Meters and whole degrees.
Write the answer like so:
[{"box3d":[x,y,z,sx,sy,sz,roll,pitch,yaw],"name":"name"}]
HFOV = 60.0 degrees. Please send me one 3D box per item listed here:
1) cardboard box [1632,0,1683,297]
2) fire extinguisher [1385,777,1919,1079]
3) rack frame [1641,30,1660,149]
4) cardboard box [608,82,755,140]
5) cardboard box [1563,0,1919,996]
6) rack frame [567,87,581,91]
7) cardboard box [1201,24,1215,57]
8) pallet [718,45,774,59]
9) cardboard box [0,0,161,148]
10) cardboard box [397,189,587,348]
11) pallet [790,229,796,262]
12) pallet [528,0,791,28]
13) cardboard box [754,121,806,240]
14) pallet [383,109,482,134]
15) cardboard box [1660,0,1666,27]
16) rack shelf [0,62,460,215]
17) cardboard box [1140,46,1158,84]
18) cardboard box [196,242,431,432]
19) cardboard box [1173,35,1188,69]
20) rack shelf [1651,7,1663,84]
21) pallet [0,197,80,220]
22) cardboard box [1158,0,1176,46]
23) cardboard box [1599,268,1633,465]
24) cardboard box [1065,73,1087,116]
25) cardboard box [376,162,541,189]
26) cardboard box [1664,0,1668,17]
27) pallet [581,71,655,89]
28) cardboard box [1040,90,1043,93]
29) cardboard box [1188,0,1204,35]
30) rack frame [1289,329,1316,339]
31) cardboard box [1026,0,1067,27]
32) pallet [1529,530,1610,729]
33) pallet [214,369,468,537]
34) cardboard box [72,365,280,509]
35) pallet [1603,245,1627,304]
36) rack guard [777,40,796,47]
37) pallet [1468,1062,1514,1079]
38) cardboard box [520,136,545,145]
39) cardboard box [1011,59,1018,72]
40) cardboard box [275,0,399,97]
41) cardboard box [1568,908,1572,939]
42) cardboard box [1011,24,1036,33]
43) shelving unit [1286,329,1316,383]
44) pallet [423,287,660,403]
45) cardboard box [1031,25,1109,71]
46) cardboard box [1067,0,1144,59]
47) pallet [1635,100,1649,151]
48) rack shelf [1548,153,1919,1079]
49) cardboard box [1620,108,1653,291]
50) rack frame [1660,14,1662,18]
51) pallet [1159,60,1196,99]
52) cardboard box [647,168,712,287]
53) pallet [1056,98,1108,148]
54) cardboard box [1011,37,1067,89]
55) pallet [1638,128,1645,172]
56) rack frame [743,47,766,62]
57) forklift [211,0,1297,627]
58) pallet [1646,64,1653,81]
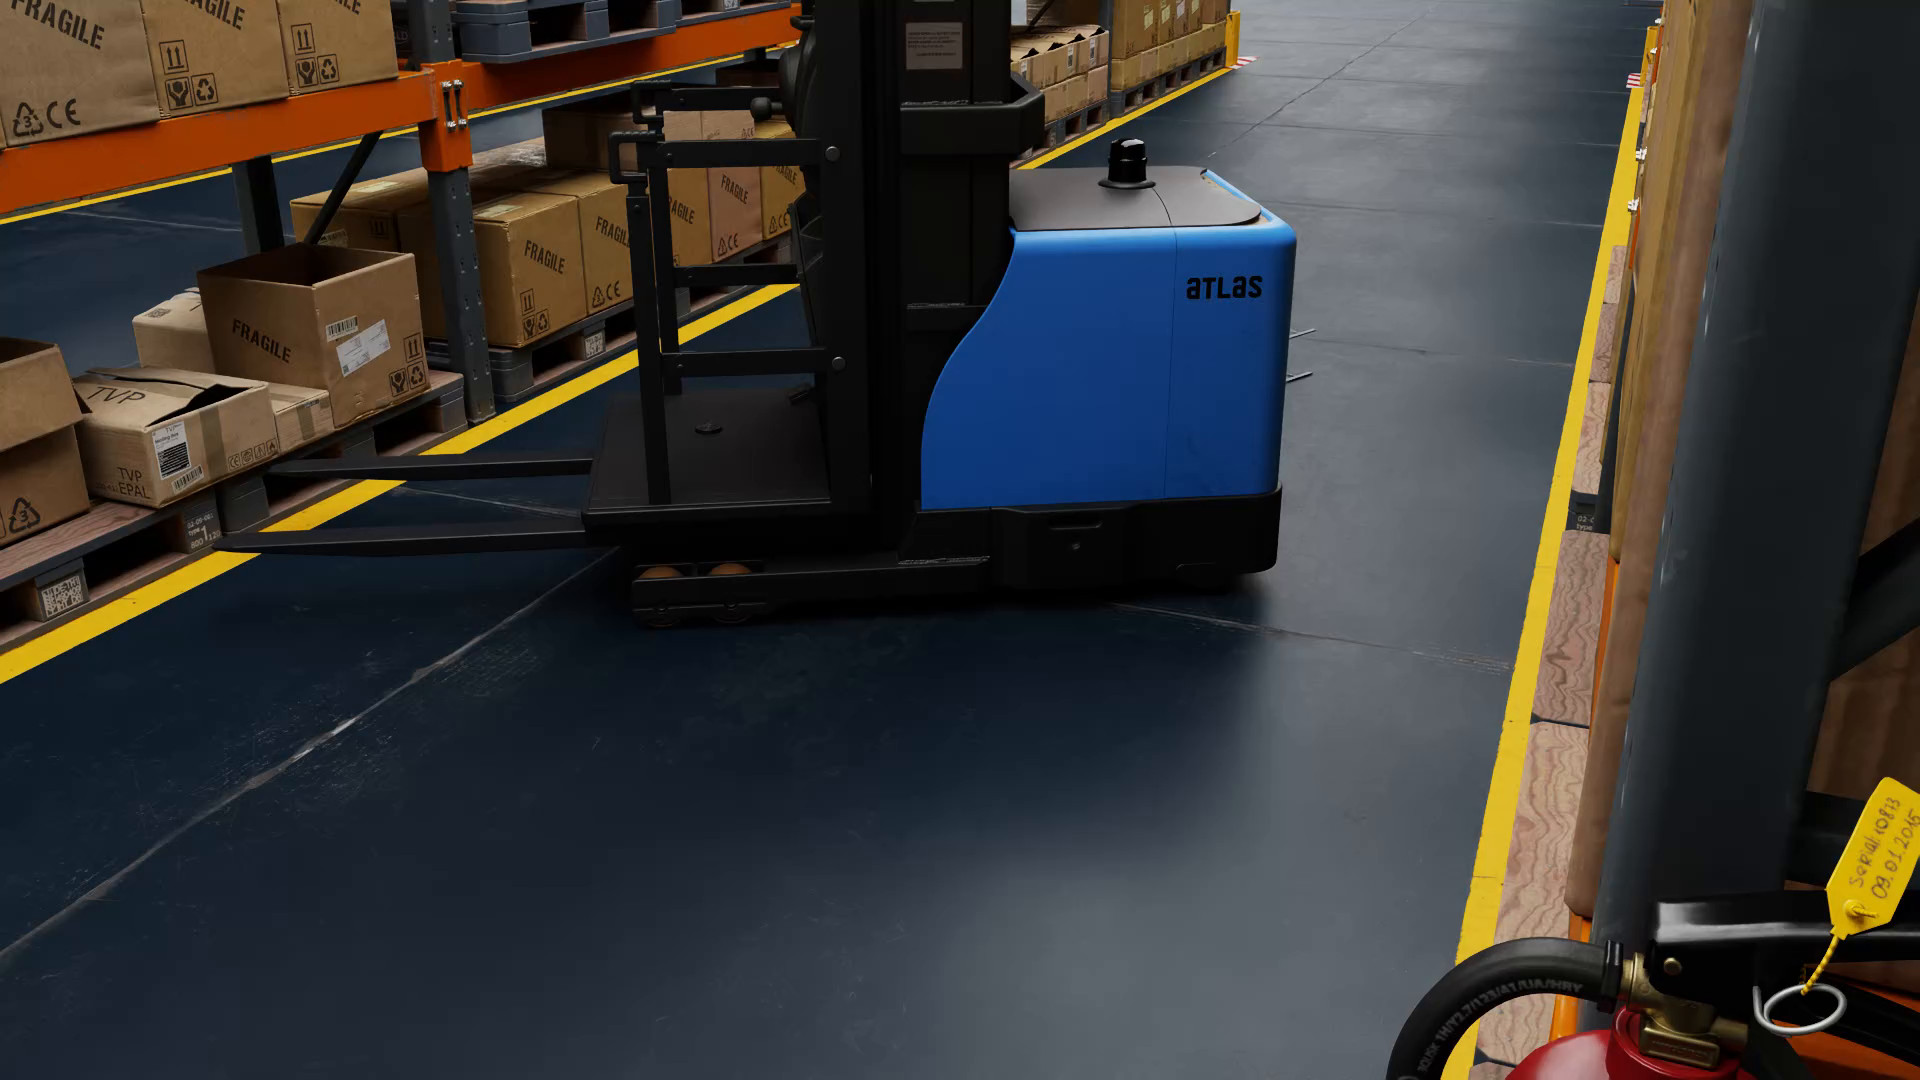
[{"box3d":[1.581,-0.624,2.463,0.980,0.700,0.700,8,24,17],"name":"cardboard box"},{"box3d":[0.364,0.427,0.919,0.296,0.674,0.183,9,24,20],"name":"fire extinguisher"},{"box3d":[5.306,-4.062,11.084,1.000,3.000,0.127,9,24,20],"name":"rack frame"},{"box3d":[-1.303,-1.979,7.795,0.500,0.250,0.500,8,24,19],"name":"cardboard box"},{"box3d":[1.029,-0.091,1.186,0.980,0.700,0.700,10,25,22],"name":"cardboard box"},{"box3d":[-3.892,-5.481,14.480,1.000,3.000,0.127,9,24,20],"name":"rack frame"},{"box3d":[2.092,-4.712,15.661,0.500,0.250,0.500,9,24,20],"name":"cardboard box"},{"box3d":[-2.698,-5.302,17.669,1.003,0.211,1.213,9,24,20],"name":"pallet"},{"box3d":[-2.592,-1.369,4.506,0.500,0.500,0.500,9,24,21],"name":"cardboard box"},{"box3d":[-1.860,-1.095,6.653,0.500,0.500,0.500,8,24,18],"name":"cardboard box"},{"box3d":[-1.093,-1.790,9.263,1.003,0.211,1.213,9,24,20],"name":"pallet"},{"box3d":[-1.498,-2.554,7.721,1.003,0.211,1.213,9,24,20],"name":"pallet"},{"box3d":[-1.102,-1.835,8.424,0.500,0.500,0.500,8,24,18],"name":"cardboard box"},{"box3d":[-4.599,-3.469,13.282,1.003,0.211,1.213,9,24,20],"name":"pallet"},{"box3d":[3.204,-2.268,7.088,0.380,0.149,0.250,10,25,22],"name":"cardboard box"},{"box3d":[-3.009,-0.860,4.350,1.077,0.370,4.000,9,24,20],"name":"rack shelf"},{"box3d":[1.350,-3.996,13.948,0.500,0.250,0.500,9,24,20],"name":"cardboard box"},{"box3d":[-2.214,-0.713,5.737,0.500,0.500,0.500,9,24,20],"name":"cardboard box"},{"box3d":[1.720,-4.354,14.805,0.500,0.250,0.500,9,24,20],"name":"cardboard box"},{"box3d":[4.563,-3.015,9.509,1.077,0.370,4.000,9,24,20],"name":"rack shelf"},{"box3d":[-6.087,-2.040,9.859,1.003,0.211,1.213,9,24,20],"name":"pallet"},{"box3d":[1.540,-4.520,14.230,0.500,0.500,0.500,9,24,20],"name":"cardboard box"},{"box3d":[2.455,-0.653,5.165,0.750,0.750,0.750,9,24,21],"name":"cardboard box"},{"box3d":[0.631,-3.325,12.340,0.500,0.250,0.500,8,24,19],"name":"cardboard box"},{"box3d":[-2.157,-1.350,7.264,0.500,0.500,0.500,9,24,20],"name":"cardboard box"},{"box3d":[2.828,-2.136,5.929,0.500,0.500,0.500,9,24,22],"name":"cardboard box"},{"box3d":[-3.604,-4.429,15.578,1.003,0.211,1.213,9,24,20],"name":"pallet"},{"box3d":[0.251,-2.960,11.466,0.500,0.250,0.500,9,24,21],"name":"cardboard box"},{"box3d":[1.911,-4.878,15.087,0.500,0.500,0.500,9,24,20],"name":"cardboard box"},{"box3d":[0.941,-0.737,6.525,1.200,0.006,0.240,-20,30,-39],"name":"rack frame"},{"box3d":[0.871,-4.416,13.980,0.500,0.500,0.500,9,24,20],"name":"cardboard box"},{"box3d":[1.979,0.348,4.143,1.003,0.211,1.213,9,24,20],"name":"pallet"},{"box3d":[-2.522,-0.375,5.874,1.003,0.211,1.213,9,24,20],"name":"pallet"},{"box3d":[-2.493,-0.357,5.131,0.500,0.311,0.500,9,24,20],"name":"cardboard box"},{"box3d":[3.458,-1.073,7.545,1.003,0.211,1.213,9,24,20],"name":"pallet"},{"box3d":[-2.391,-5.725,18.307,1.175,0.500,0.348,9,24,20],"name":"rack guard"},{"box3d":[1.073,1.221,2.053,1.003,0.211,1.213,9,24,20],"name":"pallet"},{"box3d":[-1.784,-1.712,8.130,0.500,0.500,0.500,8,24,18],"name":"cardboard box"},{"box3d":[0.066,-3.039,10.930,0.500,0.311,0.500,8,24,19],"name":"cardboard box"},{"box3d":[-2.214,-1.738,5.390,0.500,0.500,0.500,9,24,21],"name":"cardboard box"},{"box3d":[1.388,0.567,2.698,0.700,0.500,0.500,8,24,18],"name":"cardboard box"},{"box3d":[0.321,-3.842,12.851,0.500,0.311,0.500,9,24,20],"name":"cardboard box"},{"box3d":[0.941,-0.652,6.560,1.200,0.189,0.258,-20,30,-39],"name":"shelving unit"},{"box3d":[-1.999,-0.917,7.172,1.003,0.211,1.213,9,24,20],"name":"pallet"},{"box3d":[0.821,-3.768,12.674,0.500,0.311,0.500,9,24,20],"name":"cardboard box"},{"box3d":[1.168,-4.163,13.373,0.500,0.500,0.500,9,24,20],"name":"cardboard box"},{"box3d":[5.523,-3.021,12.209,1.003,0.211,1.213,9,24,20],"name":"pallet"},{"box3d":[1.592,-0.152,2.656,1.077,0.370,4.000,9,24,20],"name":"rack shelf"},{"box3d":[3.094,-1.276,6.657,0.750,0.750,0.750,9,24,20],"name":"cardboard box"},{"box3d":[6.792,-5.494,14.511,1.000,3.000,0.127,9,24,20],"name":"rack frame"},{"box3d":[1.491,-4.200,15.032,1.003,0.211,1.213,9,24,20],"name":"pallet"},{"box3d":[-1.480,-1.466,7.539,0.500,0.500,0.500,9,24,21],"name":"cardboard box"},{"box3d":[0.468,-3.214,12.672,1.003,0.211,1.213,9,24,20],"name":"pallet"},{"box3d":[0.446,-3.403,11.800,0.500,0.311,0.500,9,24,20],"name":"cardboard box"},{"box3d":[5.018,-2.497,10.954,1.003,0.211,1.213,9,24,20],"name":"pallet"},{"box3d":[-0.780,-3.339,9.352,1.000,3.000,0.127,9,24,20],"name":"rack frame"},{"box3d":[-0.619,-1.323,4.615,3.031,2.935,1.130,-3,23,-6],"name":"forklift"},{"box3d":[6.429,-3.894,14.299,1.003,0.211,1.213,9,24,20],"name":"pallet"}]
